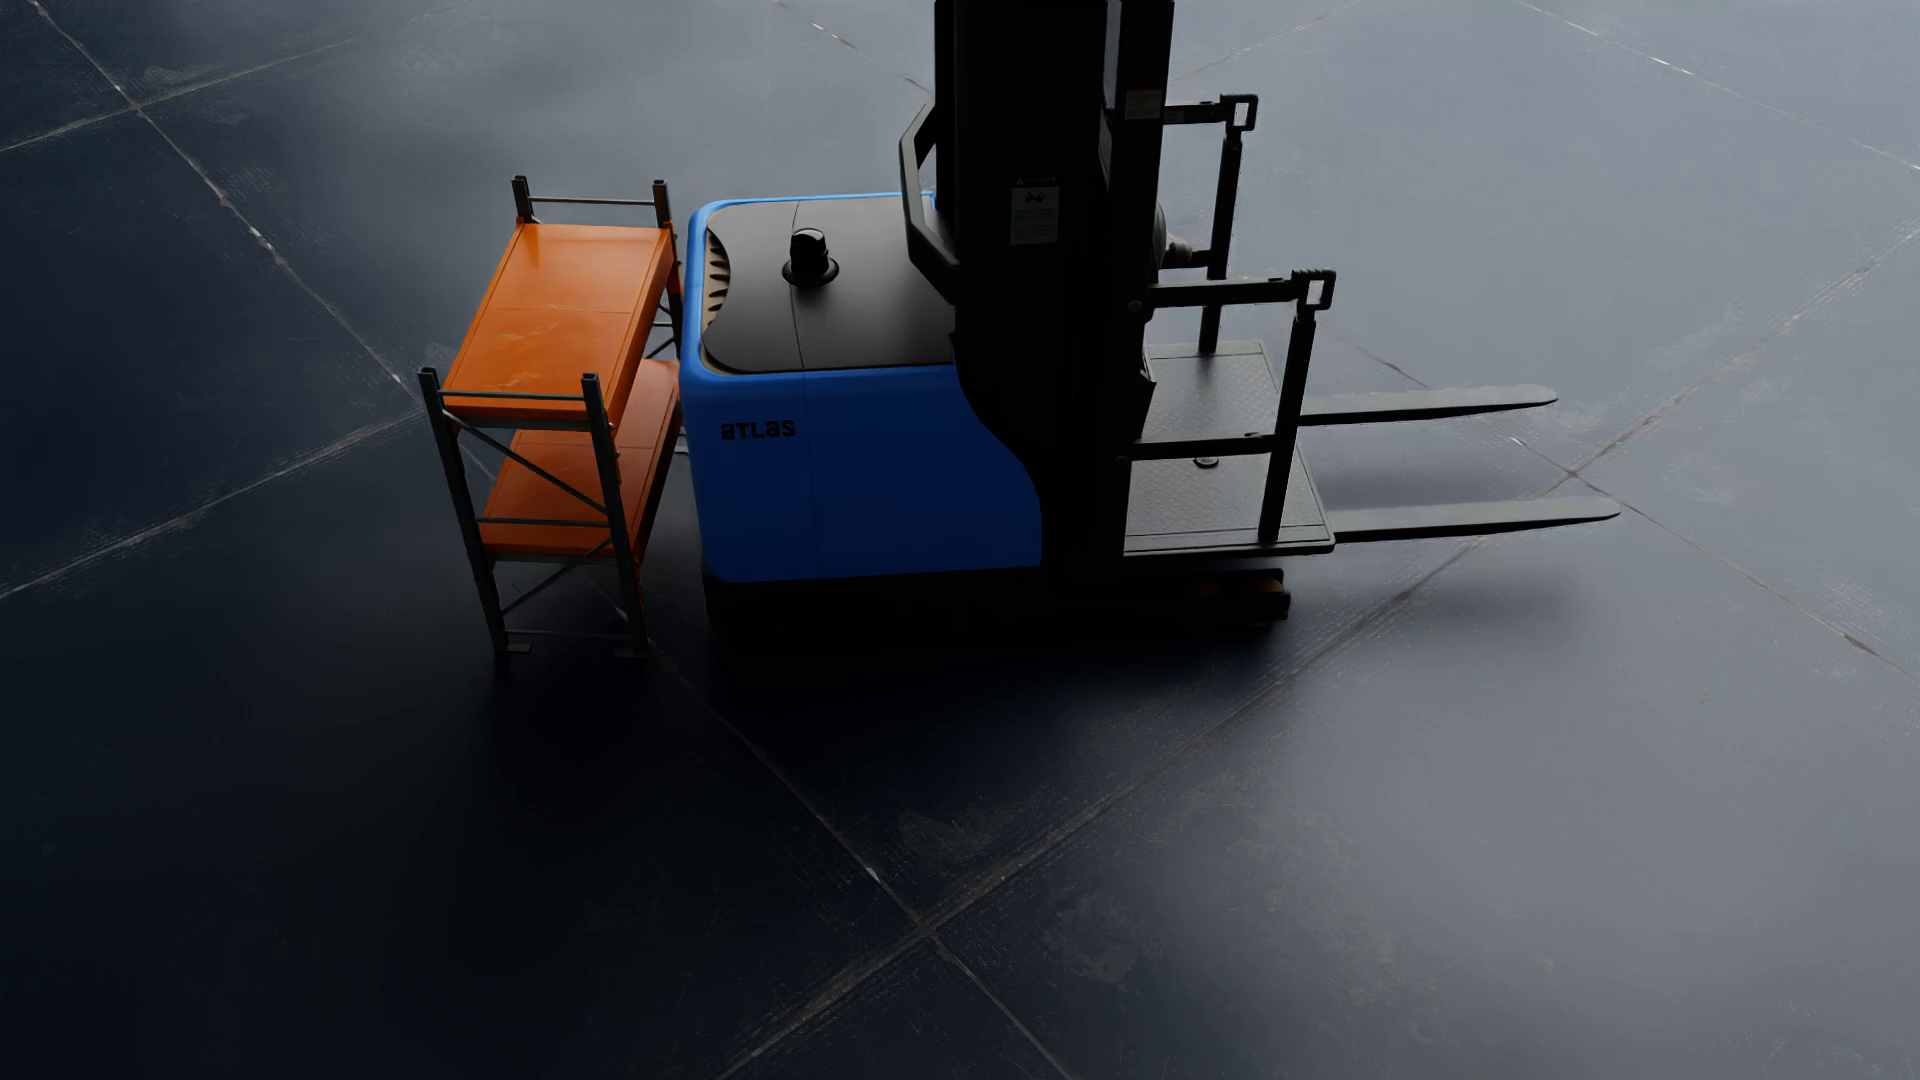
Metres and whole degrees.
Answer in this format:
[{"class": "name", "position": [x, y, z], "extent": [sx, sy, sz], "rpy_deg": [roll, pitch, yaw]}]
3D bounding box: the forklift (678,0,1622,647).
[{"class": "forklift", "position": [0.662, -1.136, 4.818], "extent": [3.031, 2.935, 1.130], "rpy_deg": [-3, 43, -4]}]

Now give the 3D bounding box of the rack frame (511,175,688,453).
[{"class": "rack frame", "position": [-1.192, -0.746, 5.723], "extent": [0.500, 1.125, 0.032], "rpy_deg": [2, 43, 2]}]

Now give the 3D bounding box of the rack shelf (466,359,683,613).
[{"class": "rack shelf", "position": [-1.221, -0.220, 5.520], "extent": [0.538, 0.278, 1.000], "rpy_deg": [2, 43, 2]}]

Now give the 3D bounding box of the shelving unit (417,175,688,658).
[{"class": "shelving unit", "position": [-1.221, -0.399, 5.353], "extent": [0.538, 1.125, 1.048], "rpy_deg": [2, 43, 2]}]

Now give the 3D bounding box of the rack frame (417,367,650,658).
[{"class": "rack frame", "position": [-1.251, -0.051, 4.983], "extent": [0.500, 1.125, 0.032], "rpy_deg": [2, 43, 2]}]

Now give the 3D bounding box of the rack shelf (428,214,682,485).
[{"class": "rack shelf", "position": [-1.221, -0.612, 5.152], "extent": [0.538, 0.278, 1.000], "rpy_deg": [2, 43, 2]}]
